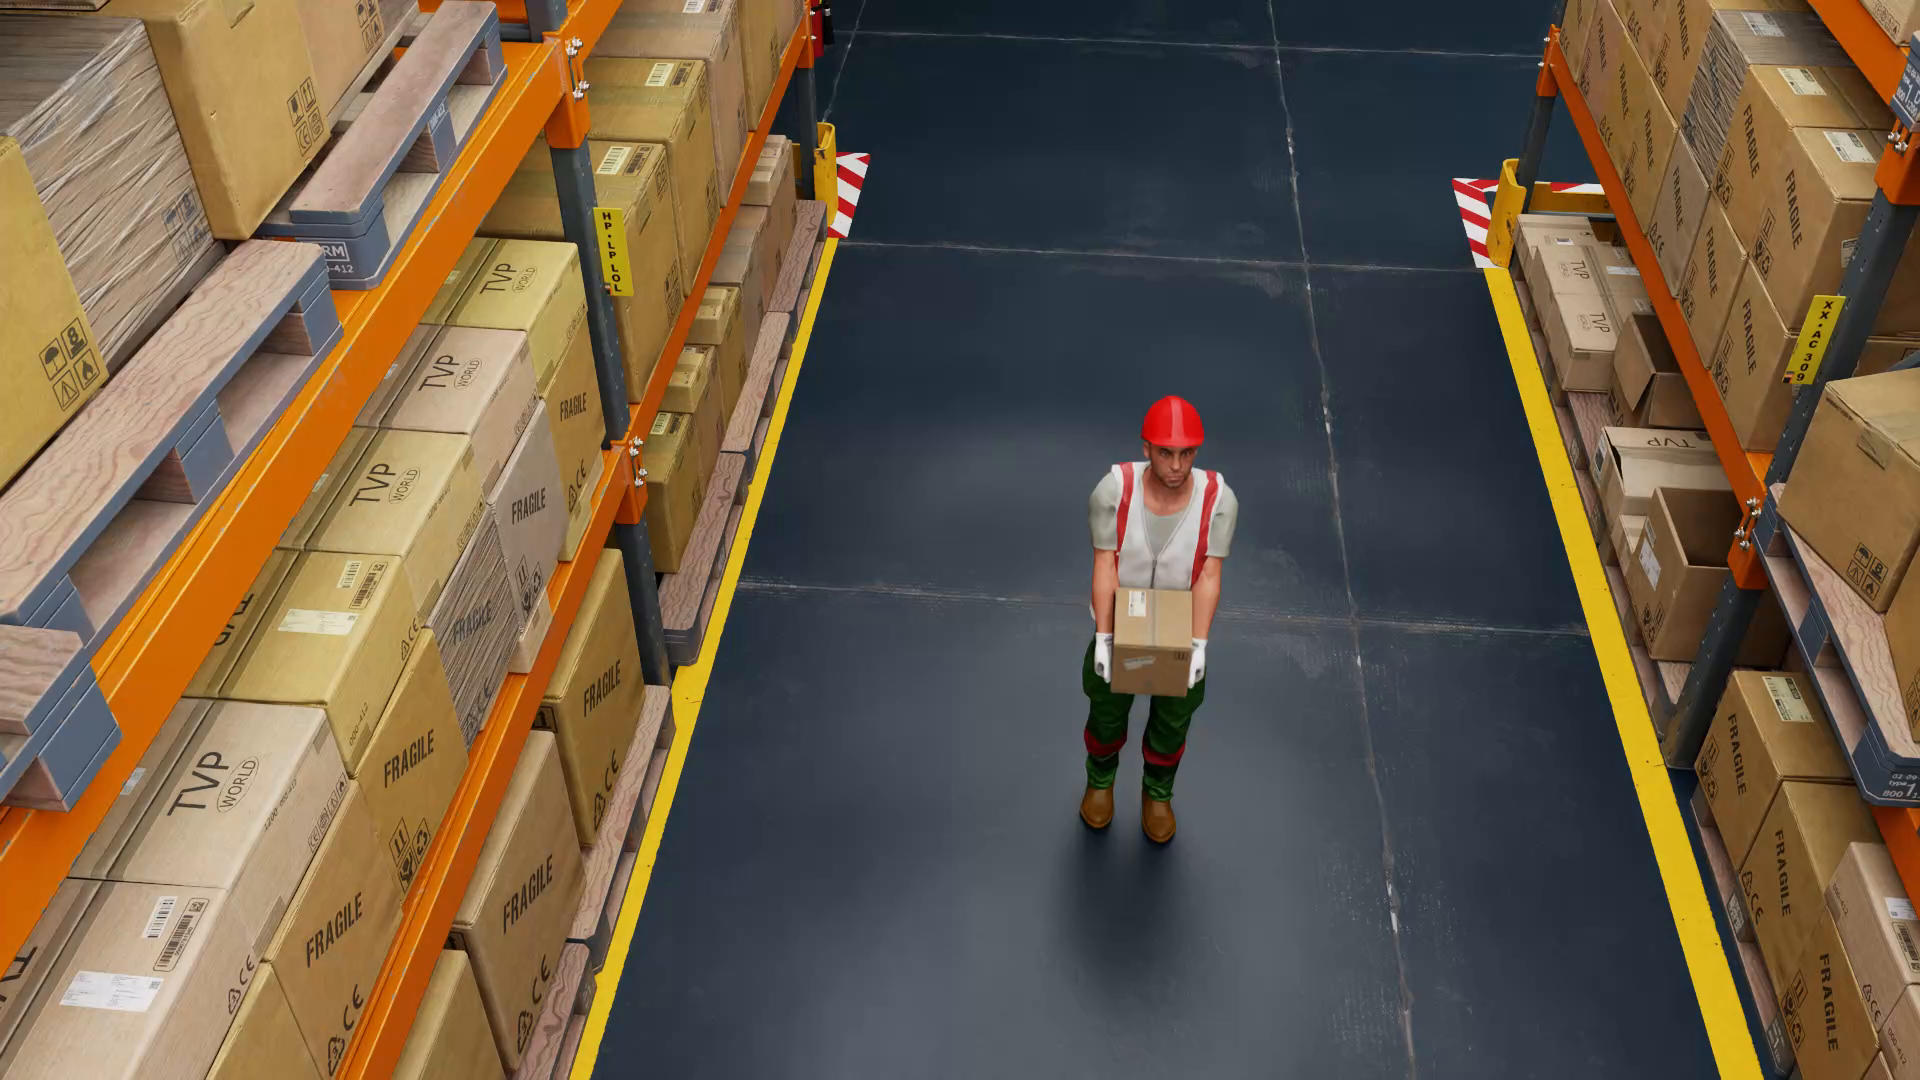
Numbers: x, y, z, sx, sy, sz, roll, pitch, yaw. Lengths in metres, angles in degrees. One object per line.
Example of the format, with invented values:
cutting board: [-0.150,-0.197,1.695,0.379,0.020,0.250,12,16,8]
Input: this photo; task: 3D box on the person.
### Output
person: [0.660,0.352,5.718,0.493,1.782,0.564,3,40,4]
